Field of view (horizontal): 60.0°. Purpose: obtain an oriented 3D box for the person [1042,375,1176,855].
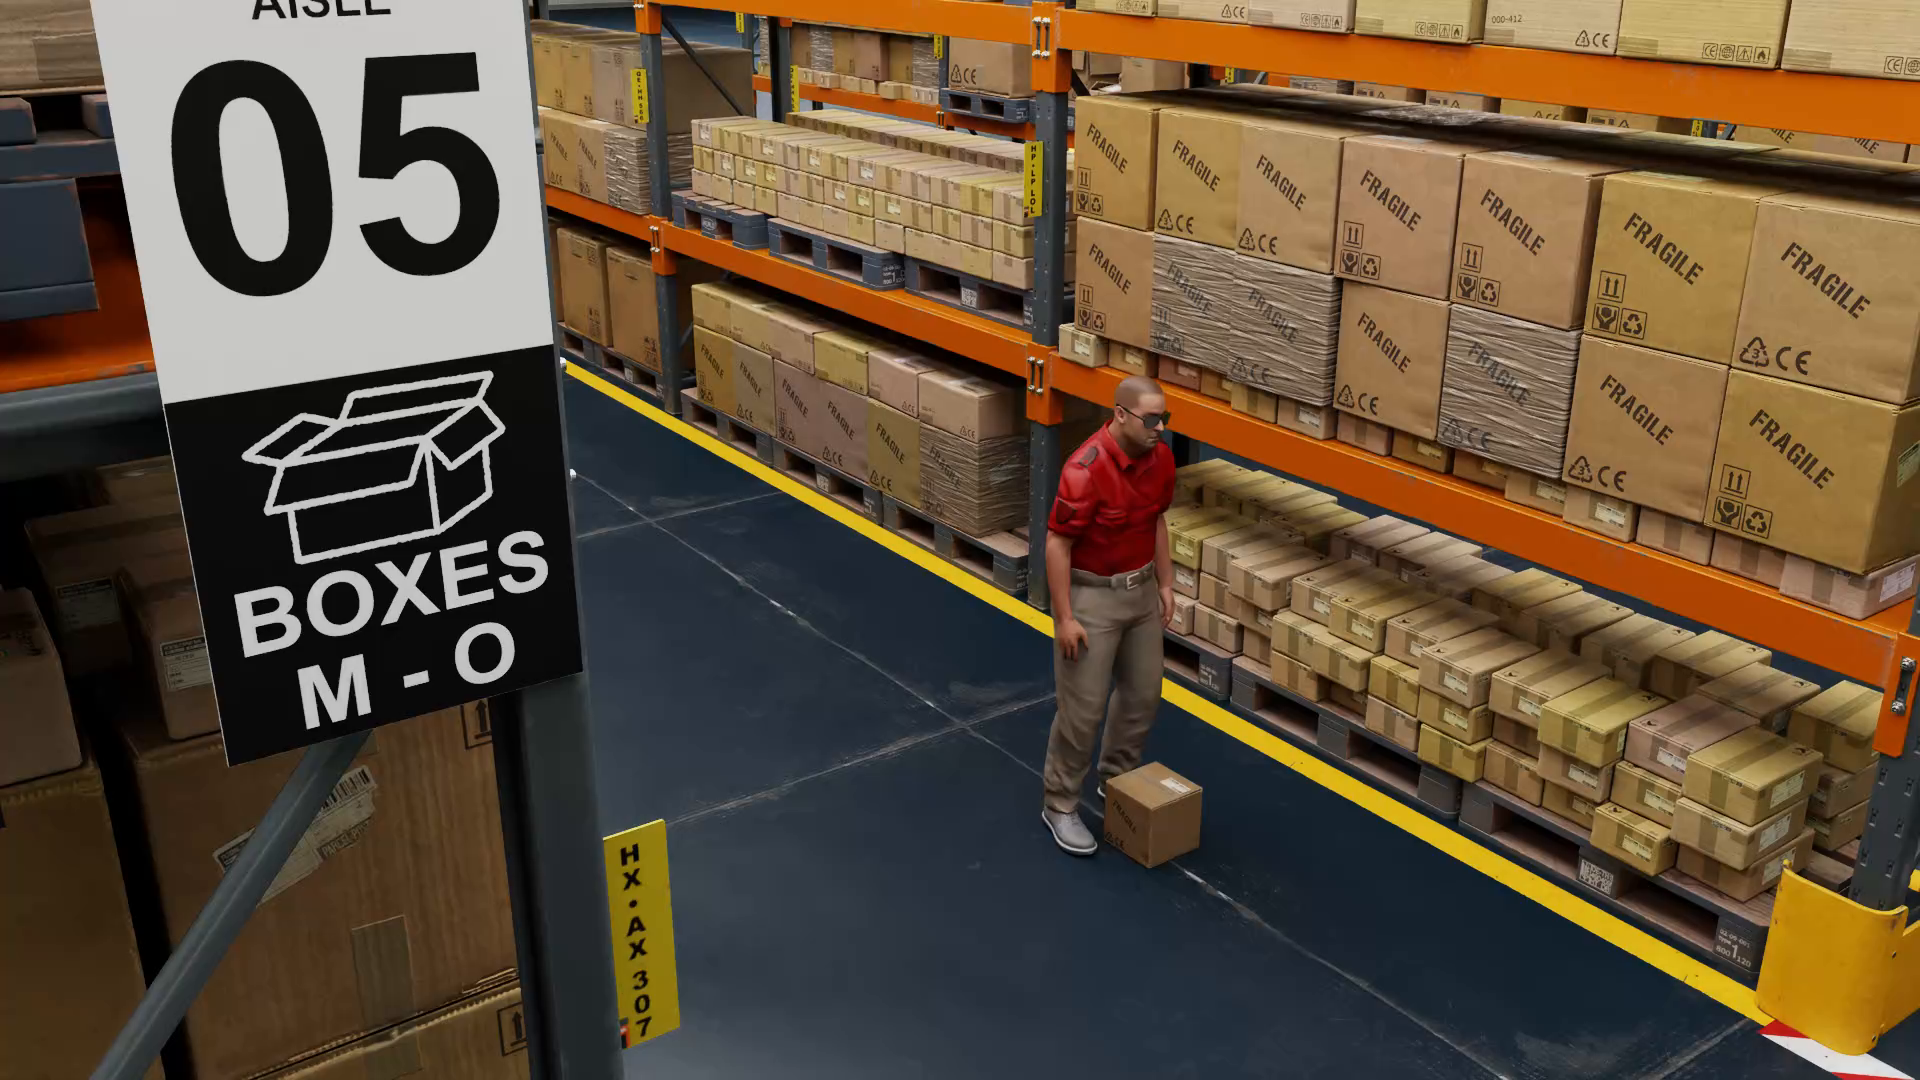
[{"bbox_3d":[0.549,0.237,5.992,0.601,1.726,0.394,-17,27,-37],"label":"person"}]
